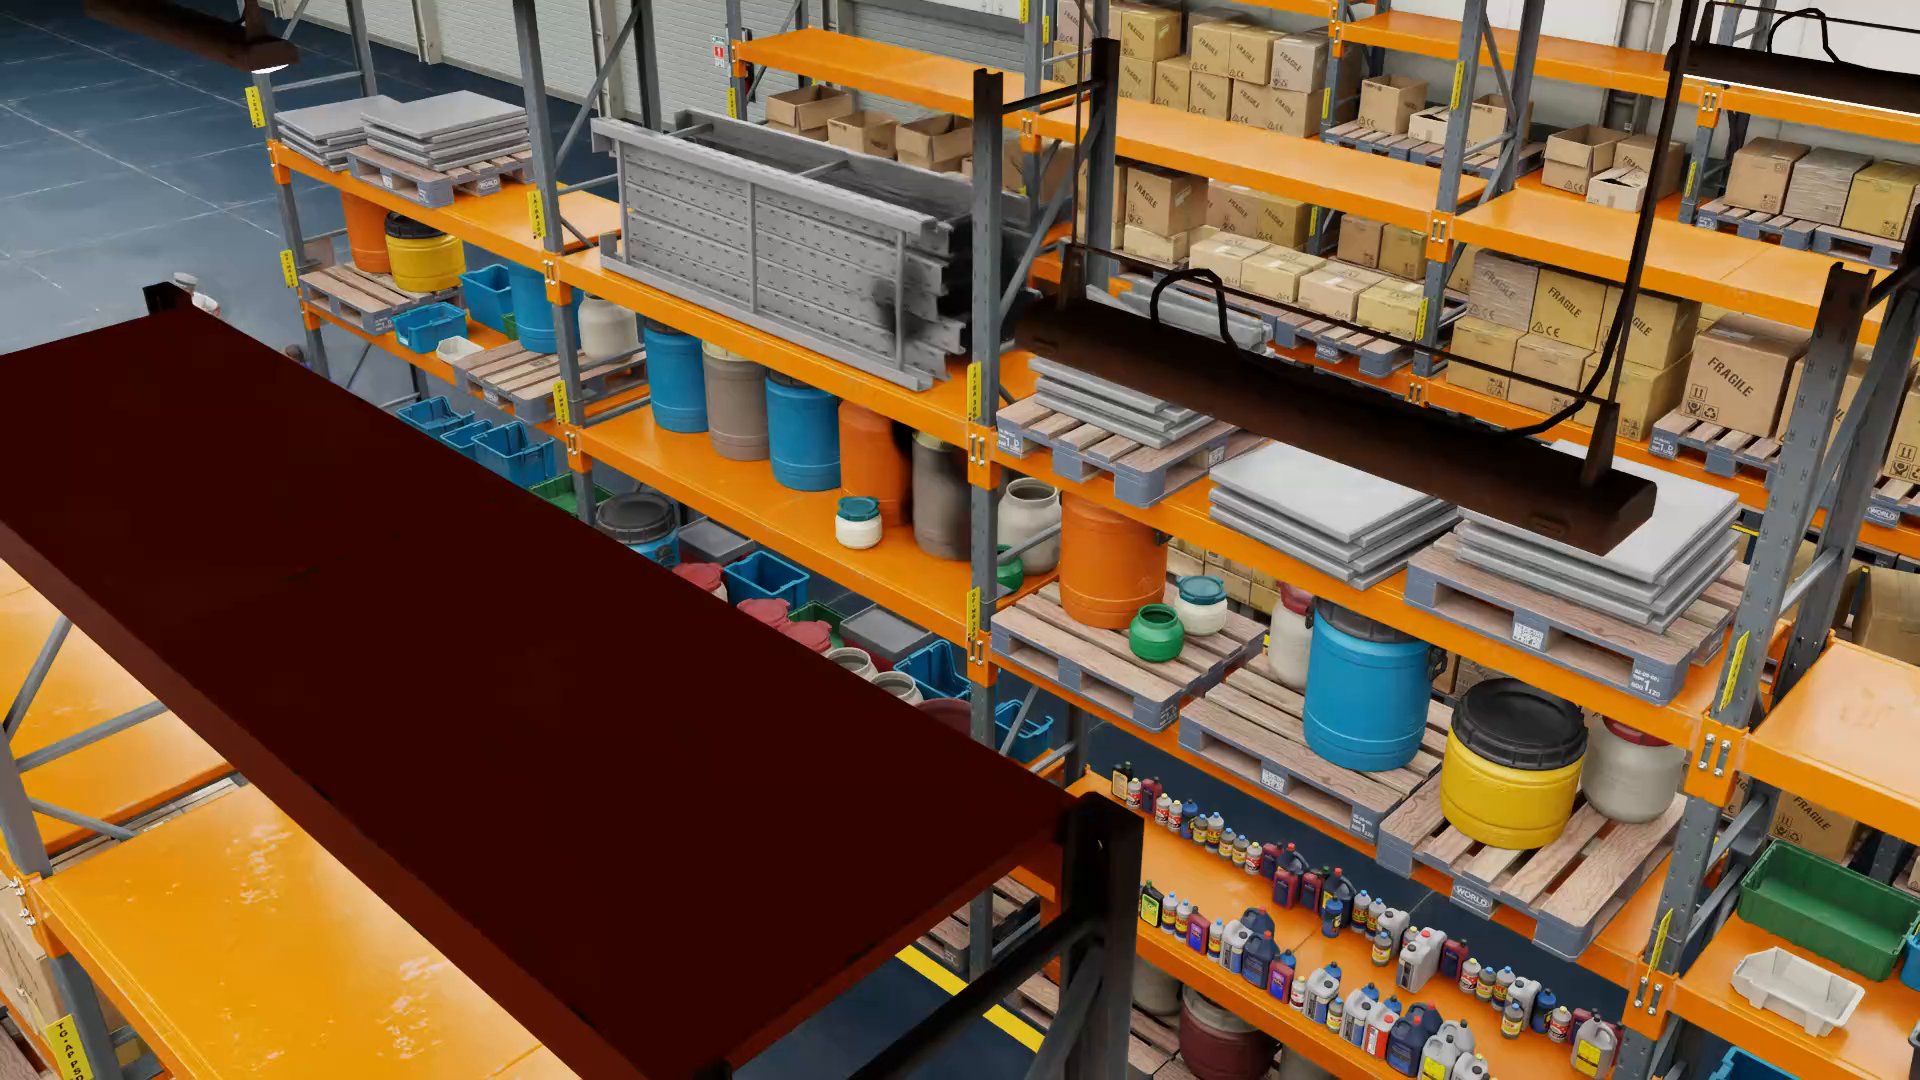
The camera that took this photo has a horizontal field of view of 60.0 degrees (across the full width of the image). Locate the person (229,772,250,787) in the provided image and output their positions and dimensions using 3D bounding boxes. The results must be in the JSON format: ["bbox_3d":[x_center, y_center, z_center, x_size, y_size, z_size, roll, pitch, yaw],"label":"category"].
[{"bbox_3d":[-5.103,1.510,11.846,0.929,1.645,0.574,19,35,31],"label":"person"}]

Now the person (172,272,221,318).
[{"bbox_3d":[-8.241,-2.031,18.030,0.882,1.821,0.648,-9,31,-16],"label":"person"}]

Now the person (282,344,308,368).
[{"bbox_3d":[-6.504,-1.184,16.683,0.910,1.664,0.589,-7,30,-13],"label":"person"}]
